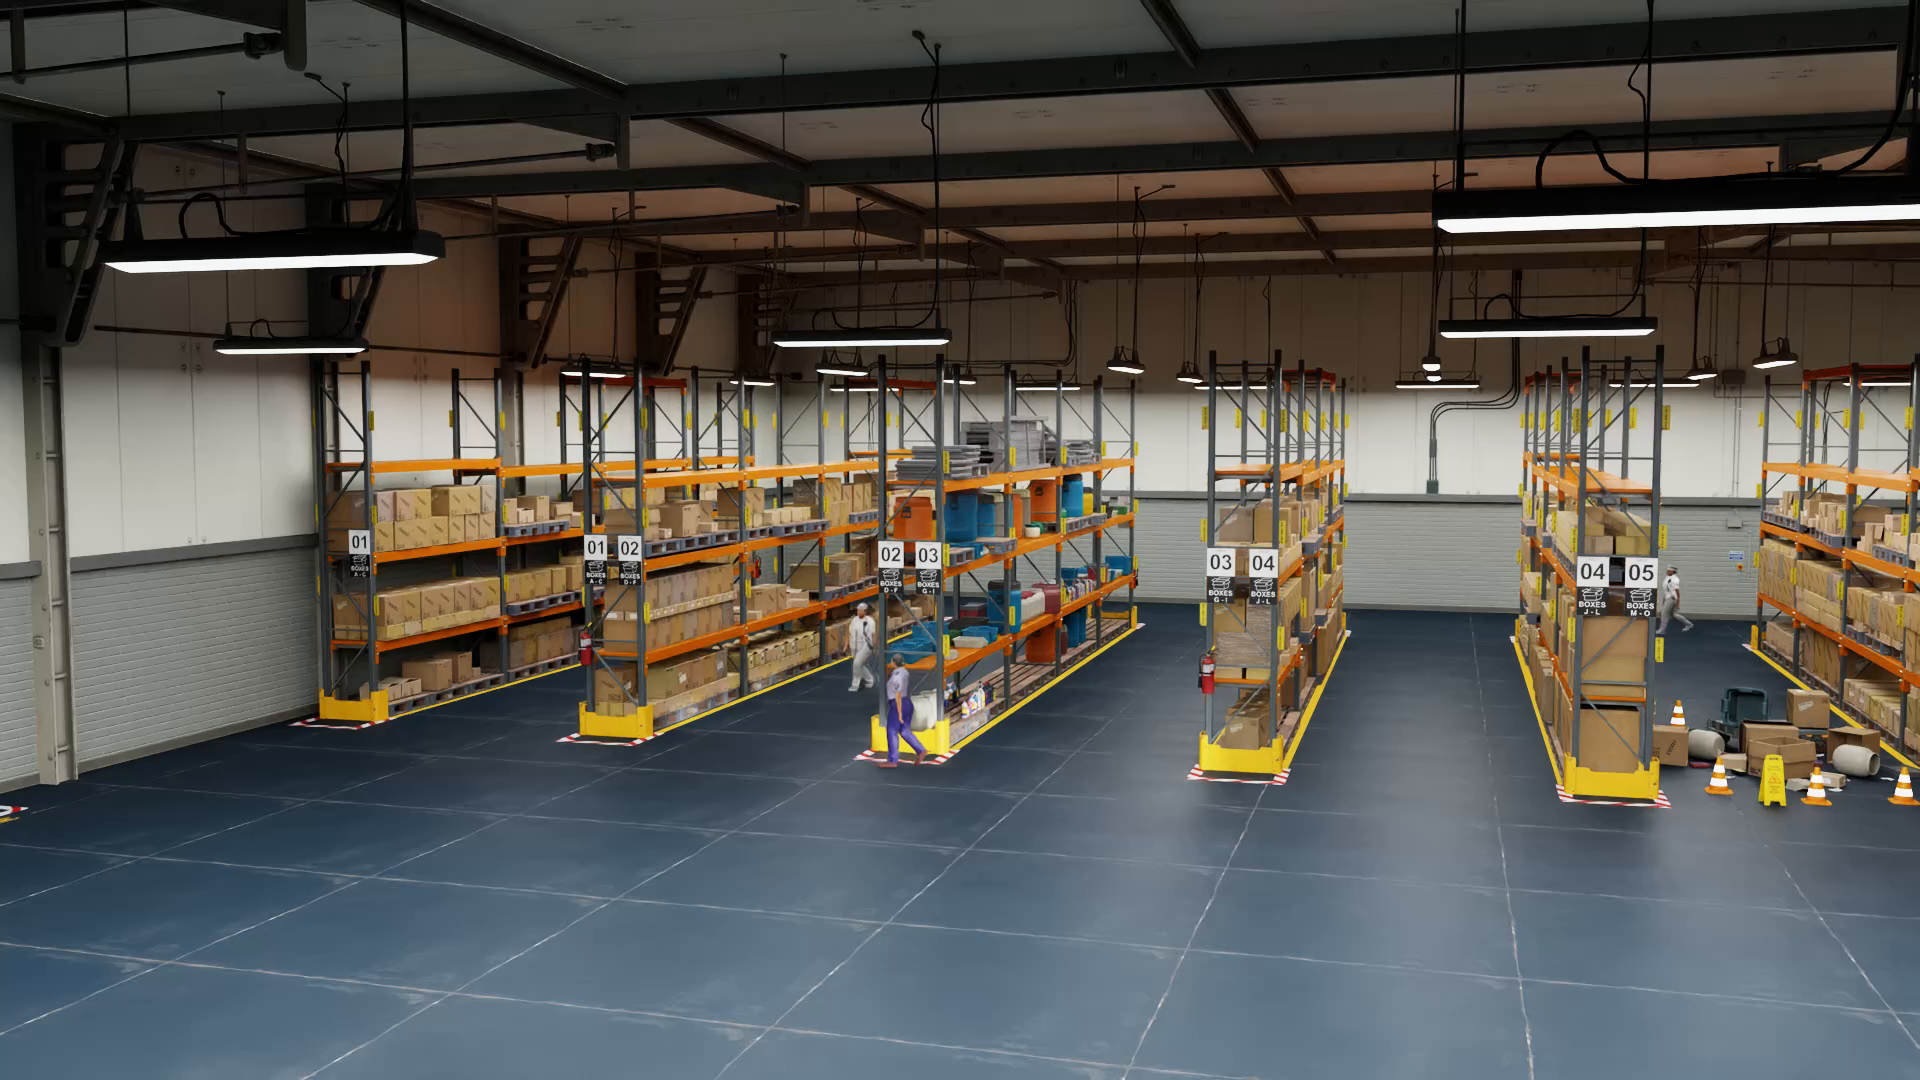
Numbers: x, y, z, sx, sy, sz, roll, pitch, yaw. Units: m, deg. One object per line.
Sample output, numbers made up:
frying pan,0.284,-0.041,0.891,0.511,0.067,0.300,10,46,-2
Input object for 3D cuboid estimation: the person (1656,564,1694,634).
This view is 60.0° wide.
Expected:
person,16.714,1.386,38.926,0.923,1.644,0.458,1,4,10

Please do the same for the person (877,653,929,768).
person,-0.831,2.470,24.074,0.646,1.640,0.466,1,4,17

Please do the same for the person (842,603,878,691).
person,-1.771,1.874,29.309,0.515,1.536,1.004,3,5,33
